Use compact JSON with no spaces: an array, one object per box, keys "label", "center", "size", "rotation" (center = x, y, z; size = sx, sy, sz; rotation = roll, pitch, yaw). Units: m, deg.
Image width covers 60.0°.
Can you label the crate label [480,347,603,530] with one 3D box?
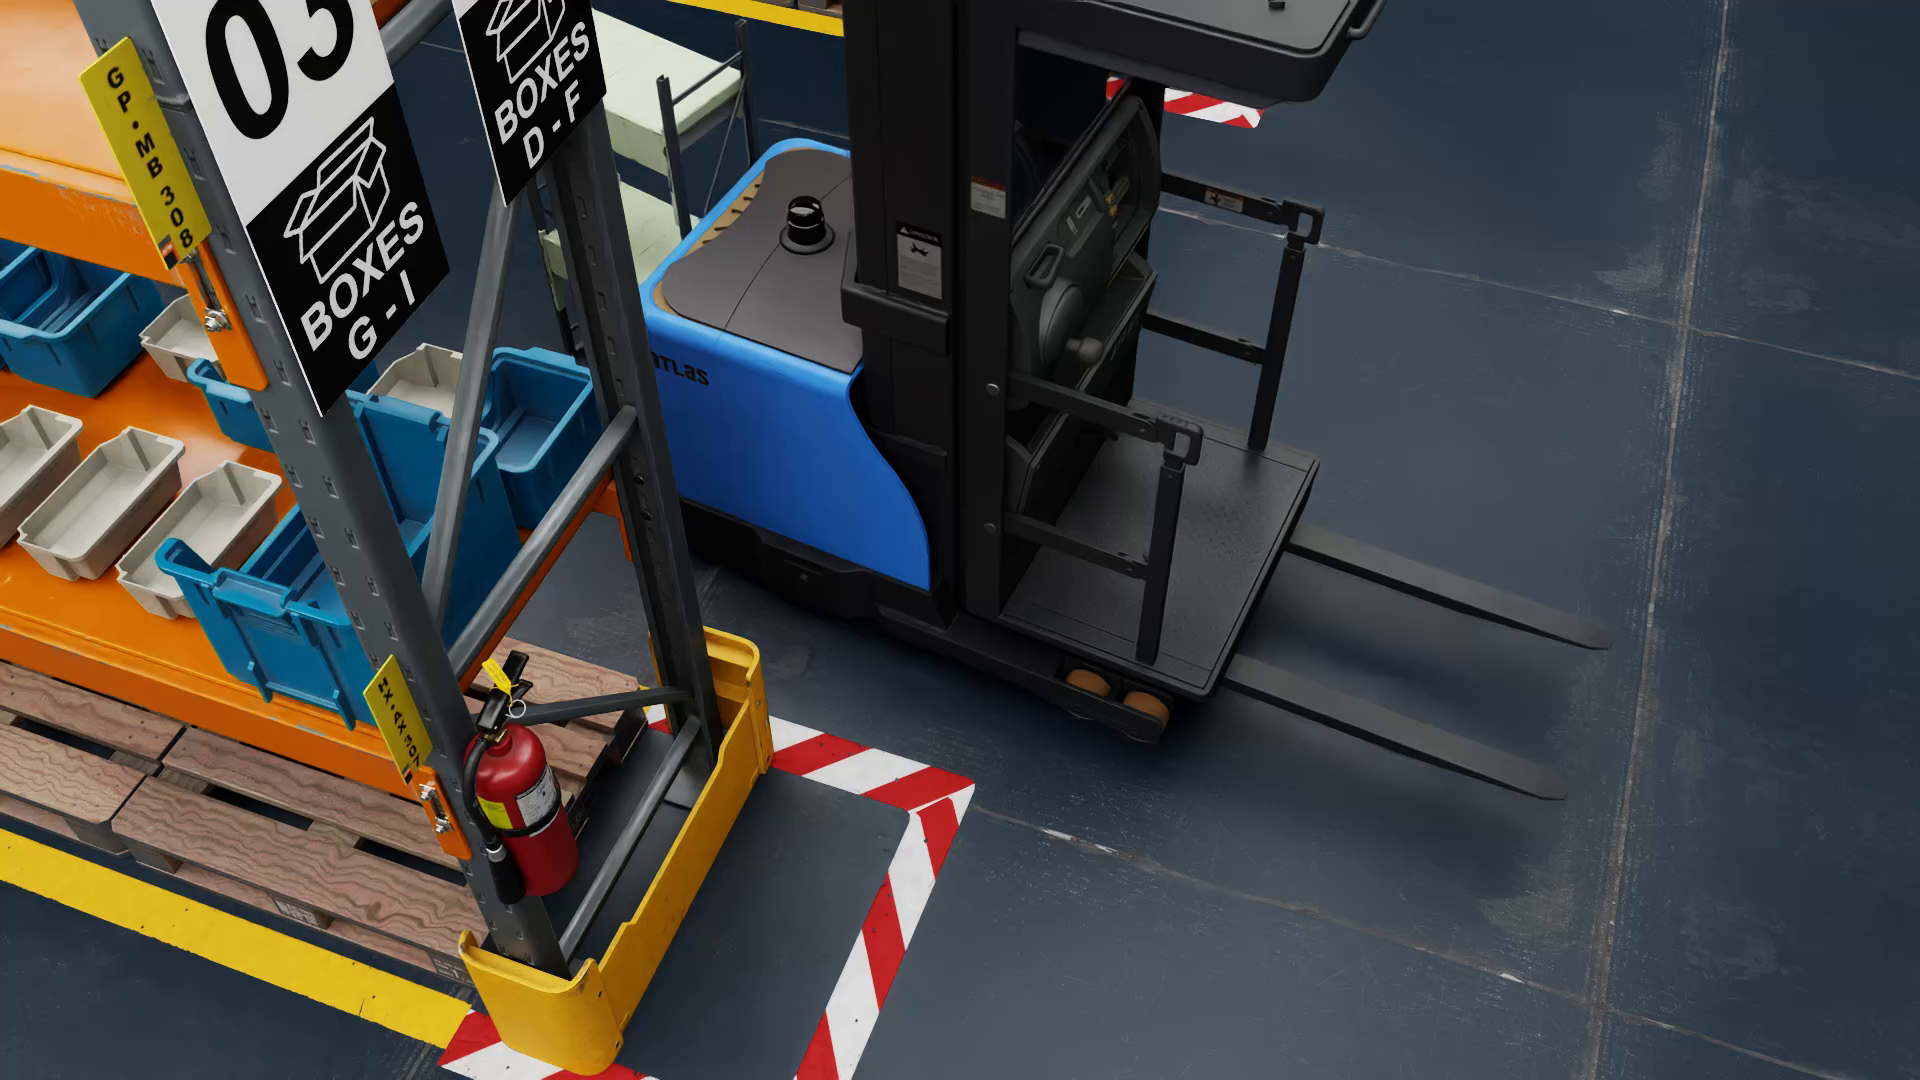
[{"label":"crate label","center":[-1.068,-0.239,4.043],"size":[0.303,0.233,0.416],"rotation":[16,51,13]}]

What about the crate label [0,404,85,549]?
[{"label":"crate label","center":[-2.315,-0.136,4.018],"size":[0.243,0.136,0.396],"rotation":[16,51,13]}]

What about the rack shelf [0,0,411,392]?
[{"label":"rack shelf","center":[-2.827,-1.246,3.336],"size":[4.000,0.370,1.077],"rotation":[16,51,13]}]

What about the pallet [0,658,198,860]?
[{"label":"pallet","center":[-2.851,0.373,5.287],"size":[1.213,0.211,1.003],"rotation":[16,51,13]}]

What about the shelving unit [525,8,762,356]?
[{"label":"shelving unit","center":[-1.084,-1.159,5.762],"size":[0.755,1.500,0.431],"rotation":[28,55,22]}]

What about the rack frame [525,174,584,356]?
[{"label":"rack frame","center":[-1.385,-1.317,5.899],"size":[0.023,1.500,0.400],"rotation":[28,55,22]}]

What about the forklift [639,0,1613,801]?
[{"label":"forklift","center":[0.535,-0.791,4.496],"size":[3.031,2.935,1.130],"rotation":[20,52,17]}]

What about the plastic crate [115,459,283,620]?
[{"label":"plastic crate","center":[-1.778,0.006,3.895],"size":[0.243,0.136,0.396],"rotation":[16,51,13]}]

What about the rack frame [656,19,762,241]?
[{"label":"rack frame","center":[-0.784,-1.001,5.625],"size":[0.023,1.500,0.400],"rotation":[28,55,22]}]

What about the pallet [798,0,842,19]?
[{"label":"pallet","center":[-0.050,-2.801,8.038],"size":[1.213,0.211,1.003],"rotation":[16,51,13]}]

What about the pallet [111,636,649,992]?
[{"label":"pallet","center":[-1.711,0.694,5.009],"size":[1.213,0.211,1.003],"rotation":[16,51,13]}]

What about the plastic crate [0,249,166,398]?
[{"label":"plastic crate","center":[-2.303,-0.584,4.342],"size":[0.300,0.233,0.416],"rotation":[16,51,13]}]

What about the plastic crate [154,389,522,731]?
[{"label":"plastic crate","center":[-1.329,0.038,3.669],"size":[0.499,0.435,0.616],"rotation":[16,51,13]}]

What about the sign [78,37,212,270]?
[{"label":"sign","center":[-1.126,-0.530,2.309],"size":[0.005,0.325,0.100],"rotation":[16,51,13]}]

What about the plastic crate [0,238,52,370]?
[{"label":"plastic crate","center":[-2.585,-0.662,4.410],"size":[0.300,0.233,0.416],"rotation":[16,51,13]}]

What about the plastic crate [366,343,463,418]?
[{"label":"plastic crate","center":[-1.340,-0.350,4.203],"size":[0.298,0.136,0.250],"rotation":[16,51,13]}]

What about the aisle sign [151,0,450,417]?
[{"label":"aisle sign","center":[-0.984,-0.601,2.565],"size":[0.004,0.787,0.394],"rotation":[16,51,13]}]

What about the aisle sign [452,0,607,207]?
[{"label":"aisle sign","center":[-0.780,-1.019,2.928],"size":[0.004,0.787,0.394],"rotation":[16,51,13]}]

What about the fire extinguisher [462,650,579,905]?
[{"label":"fire extinguisher","center":[-0.966,0.533,3.601],"size":[0.183,0.674,0.296],"rotation":[16,51,13]}]

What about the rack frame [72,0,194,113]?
[{"label":"rack frame","center":[-0.950,-1.941,1.477],"size":[0.127,3.000,1.000],"rotation":[16,51,13]}]

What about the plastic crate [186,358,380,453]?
[{"label":"plastic crate","center":[-1.685,-0.411,4.192],"size":[0.300,0.233,0.416],"rotation":[16,51,13]}]

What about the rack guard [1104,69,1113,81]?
[{"label":"rack guard","center":[0.698,-2.687,7.748],"size":[0.348,0.500,1.175],"rotation":[16,51,13]}]

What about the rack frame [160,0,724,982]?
[{"label":"rack frame","center":[-0.950,0.024,3.744],"size":[0.127,3.000,1.000],"rotation":[16,51,13]}]

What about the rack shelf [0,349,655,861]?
[{"label":"rack shelf","center":[-2.827,-0.264,4.470],"size":[4.000,0.370,1.077],"rotation":[16,51,13]}]

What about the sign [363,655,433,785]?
[{"label":"sign","center":[-1.126,0.365,3.341],"size":[0.005,0.325,0.100],"rotation":[16,51,13]}]

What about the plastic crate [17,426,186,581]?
[{"label":"plastic crate","center":[-2.045,-0.081,3.970],"size":[0.243,0.136,0.396],"rotation":[16,51,13]}]

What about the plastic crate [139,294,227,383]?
[{"label":"plastic crate","center":[-1.976,-0.528,4.357],"size":[0.298,0.136,0.250],"rotation":[16,51,13]}]

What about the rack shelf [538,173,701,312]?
[{"label":"rack shelf","center":[-1.084,-0.946,6.009],"size":[0.720,0.370,0.431],"rotation":[28,55,22]}]

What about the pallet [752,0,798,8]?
[{"label":"pallet","center":[-1.190,-3.121,8.316],"size":[1.213,0.211,1.003],"rotation":[16,51,13]}]

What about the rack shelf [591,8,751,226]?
[{"label":"rack shelf","center":[-1.084,-1.415,5.467],"size":[0.720,0.370,0.431],"rotation":[28,55,22]}]

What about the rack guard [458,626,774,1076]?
[{"label":"rack guard","center":[-0.923,0.840,4.691],"size":[0.348,0.500,1.175],"rotation":[16,51,13]}]
